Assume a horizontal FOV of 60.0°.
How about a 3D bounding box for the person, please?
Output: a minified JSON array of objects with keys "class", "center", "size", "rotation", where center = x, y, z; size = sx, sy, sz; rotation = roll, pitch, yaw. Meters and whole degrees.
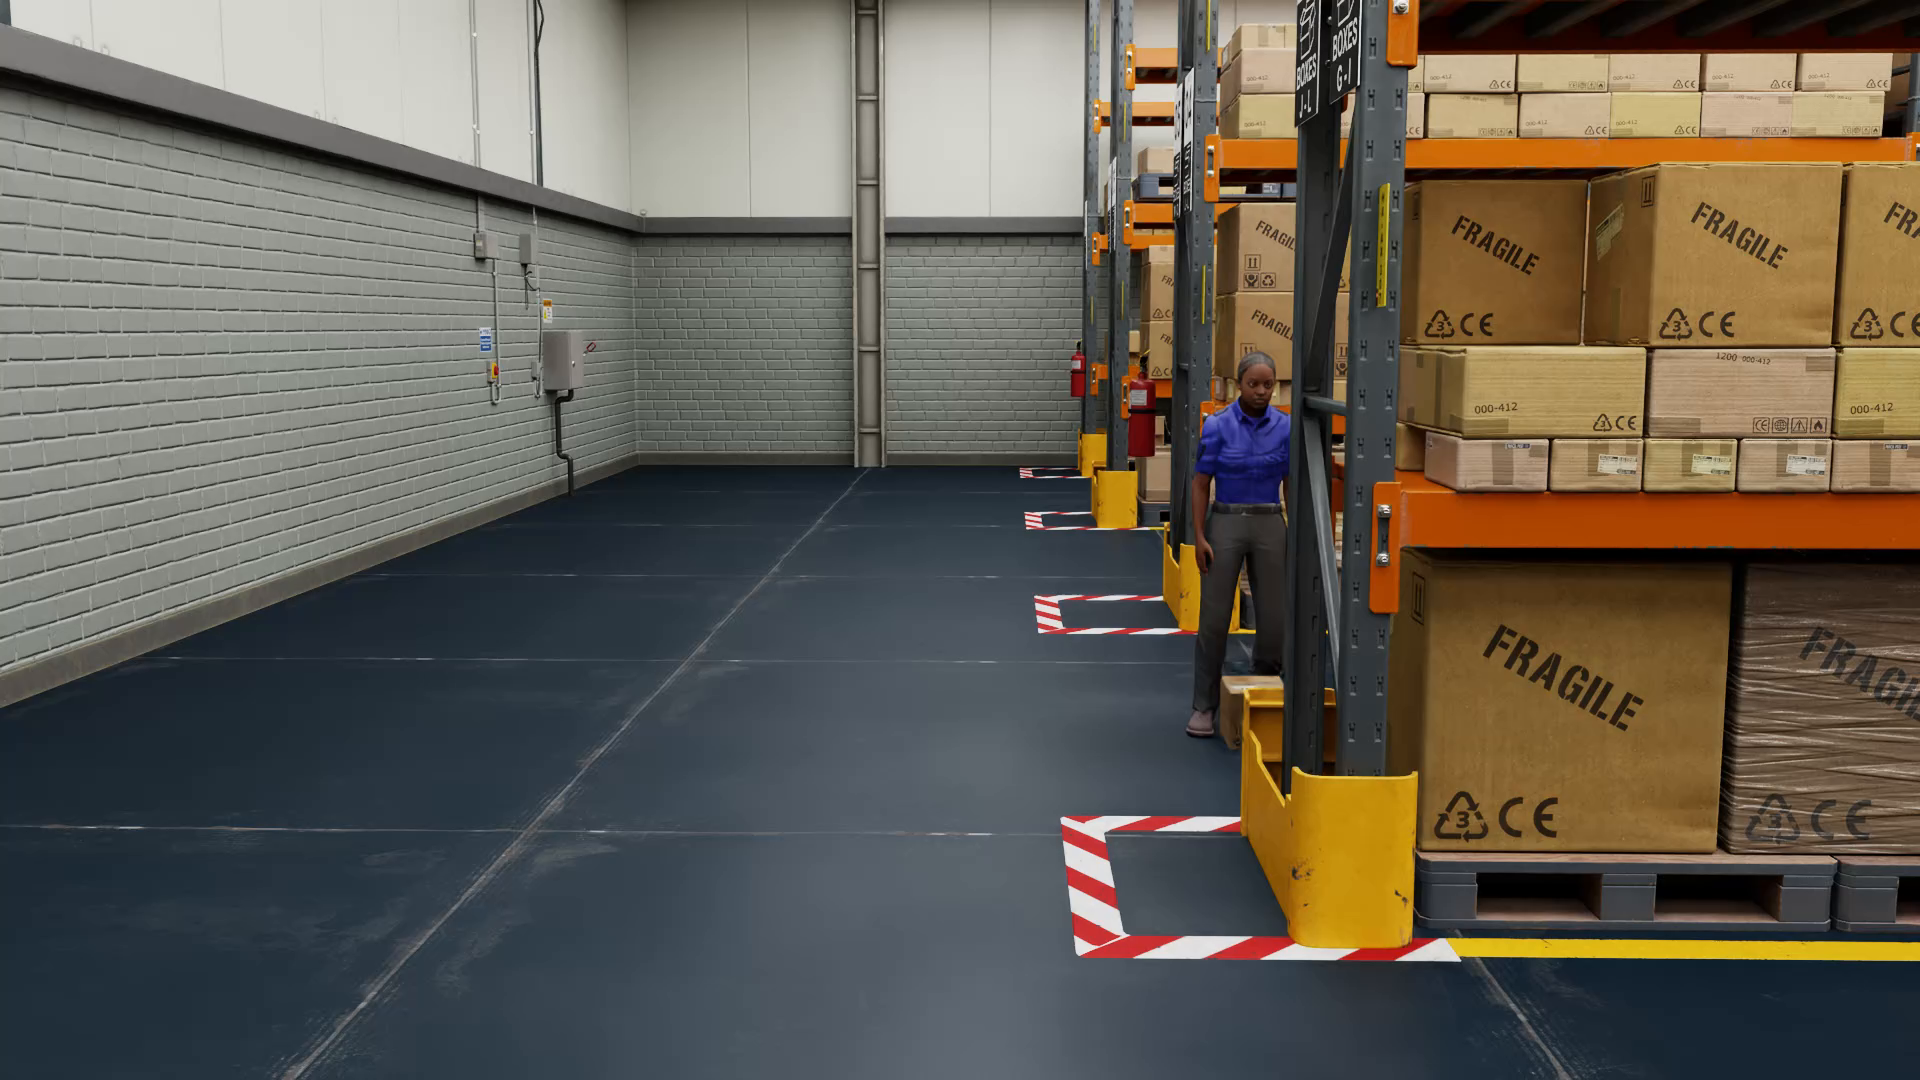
[{"class":"person","center":[1.235,0.011,7.206],"size":[0.503,1.656,0.343],"rotation":[0,7,-1]}]
